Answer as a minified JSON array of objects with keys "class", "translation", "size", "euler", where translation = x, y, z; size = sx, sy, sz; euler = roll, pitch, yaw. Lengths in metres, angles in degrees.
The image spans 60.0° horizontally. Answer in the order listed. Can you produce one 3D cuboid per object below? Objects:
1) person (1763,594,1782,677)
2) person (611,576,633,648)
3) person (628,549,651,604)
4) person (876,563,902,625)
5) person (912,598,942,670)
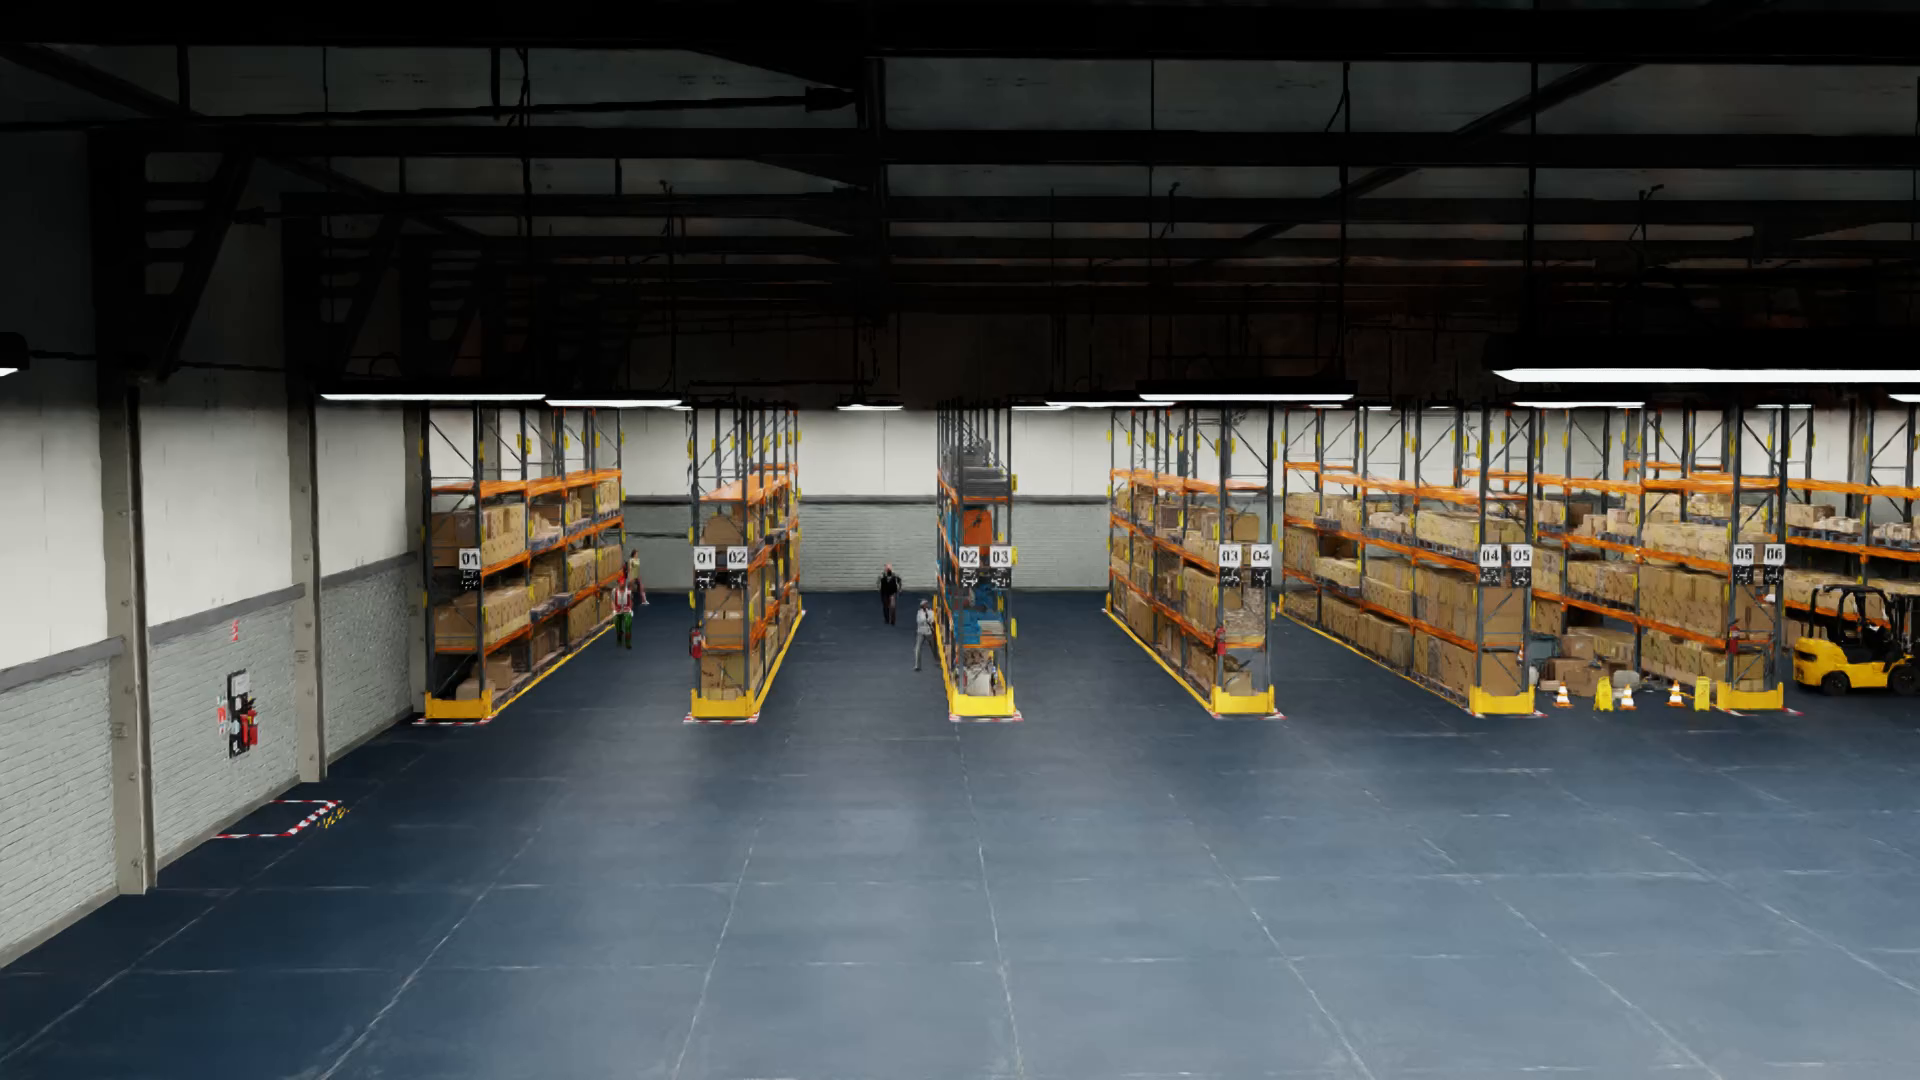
[{"class":"person","translation":[17.479,2.046,35.957],"size":[0.576,1.768,0.626],"euler":[2,5,28]},{"class":"person","translation":[-8.189,1.738,40.268],"size":[0.528,1.728,1.032],"euler":[-1,4,-10]},{"class":"person","translation":[-9.567,1.091,49.076],"size":[0.563,1.661,0.673],"euler":[3,5,35]},{"class":"person","translation":[-1.915,1.434,44.805],"size":[0.680,1.658,0.866],"euler":[0,4,3]},{"class":"person","translation":[-0.727,2.065,36.956],"size":[0.505,1.600,0.924],"euler":[1,5,18]}]
